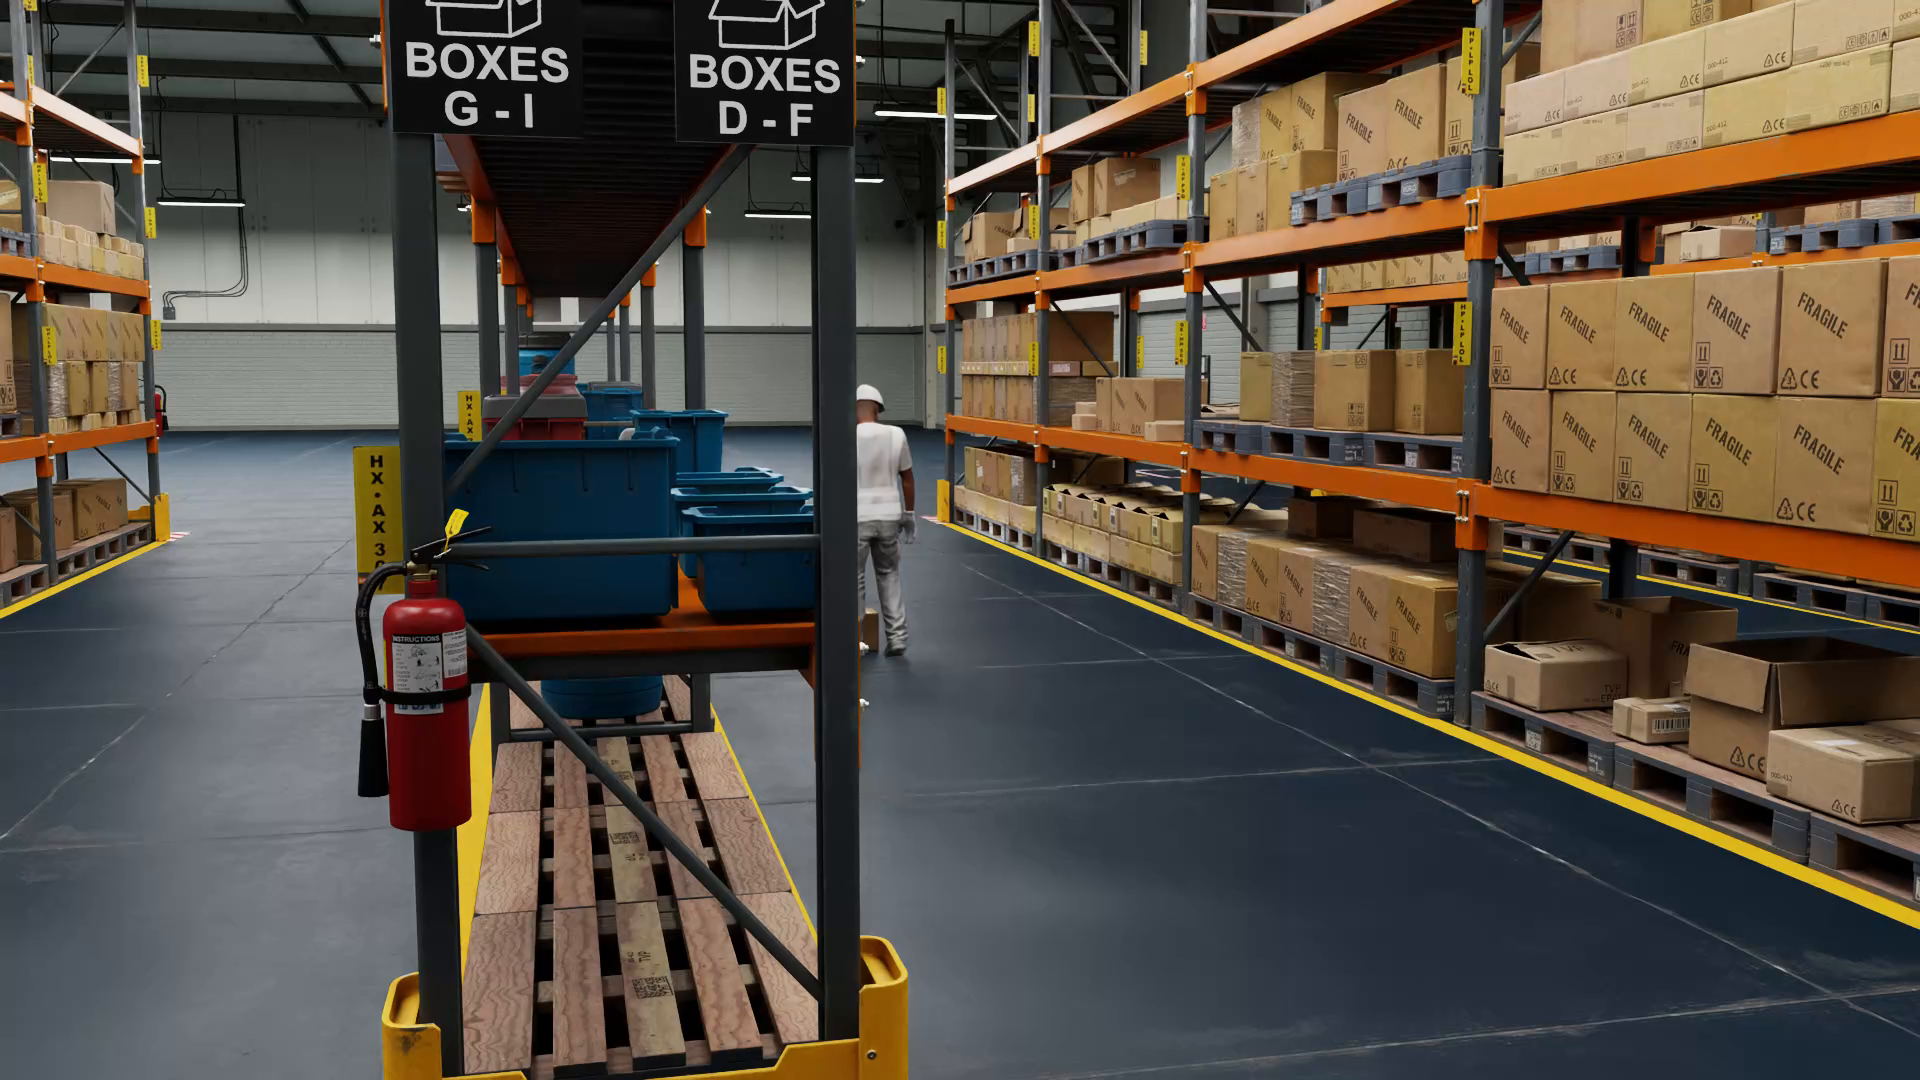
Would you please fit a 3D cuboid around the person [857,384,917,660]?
[{"bbox_3d":[-0.621,-0.106,10.763,0.666,1.792,0.396,-3,7,-30],"label":"person"}]
